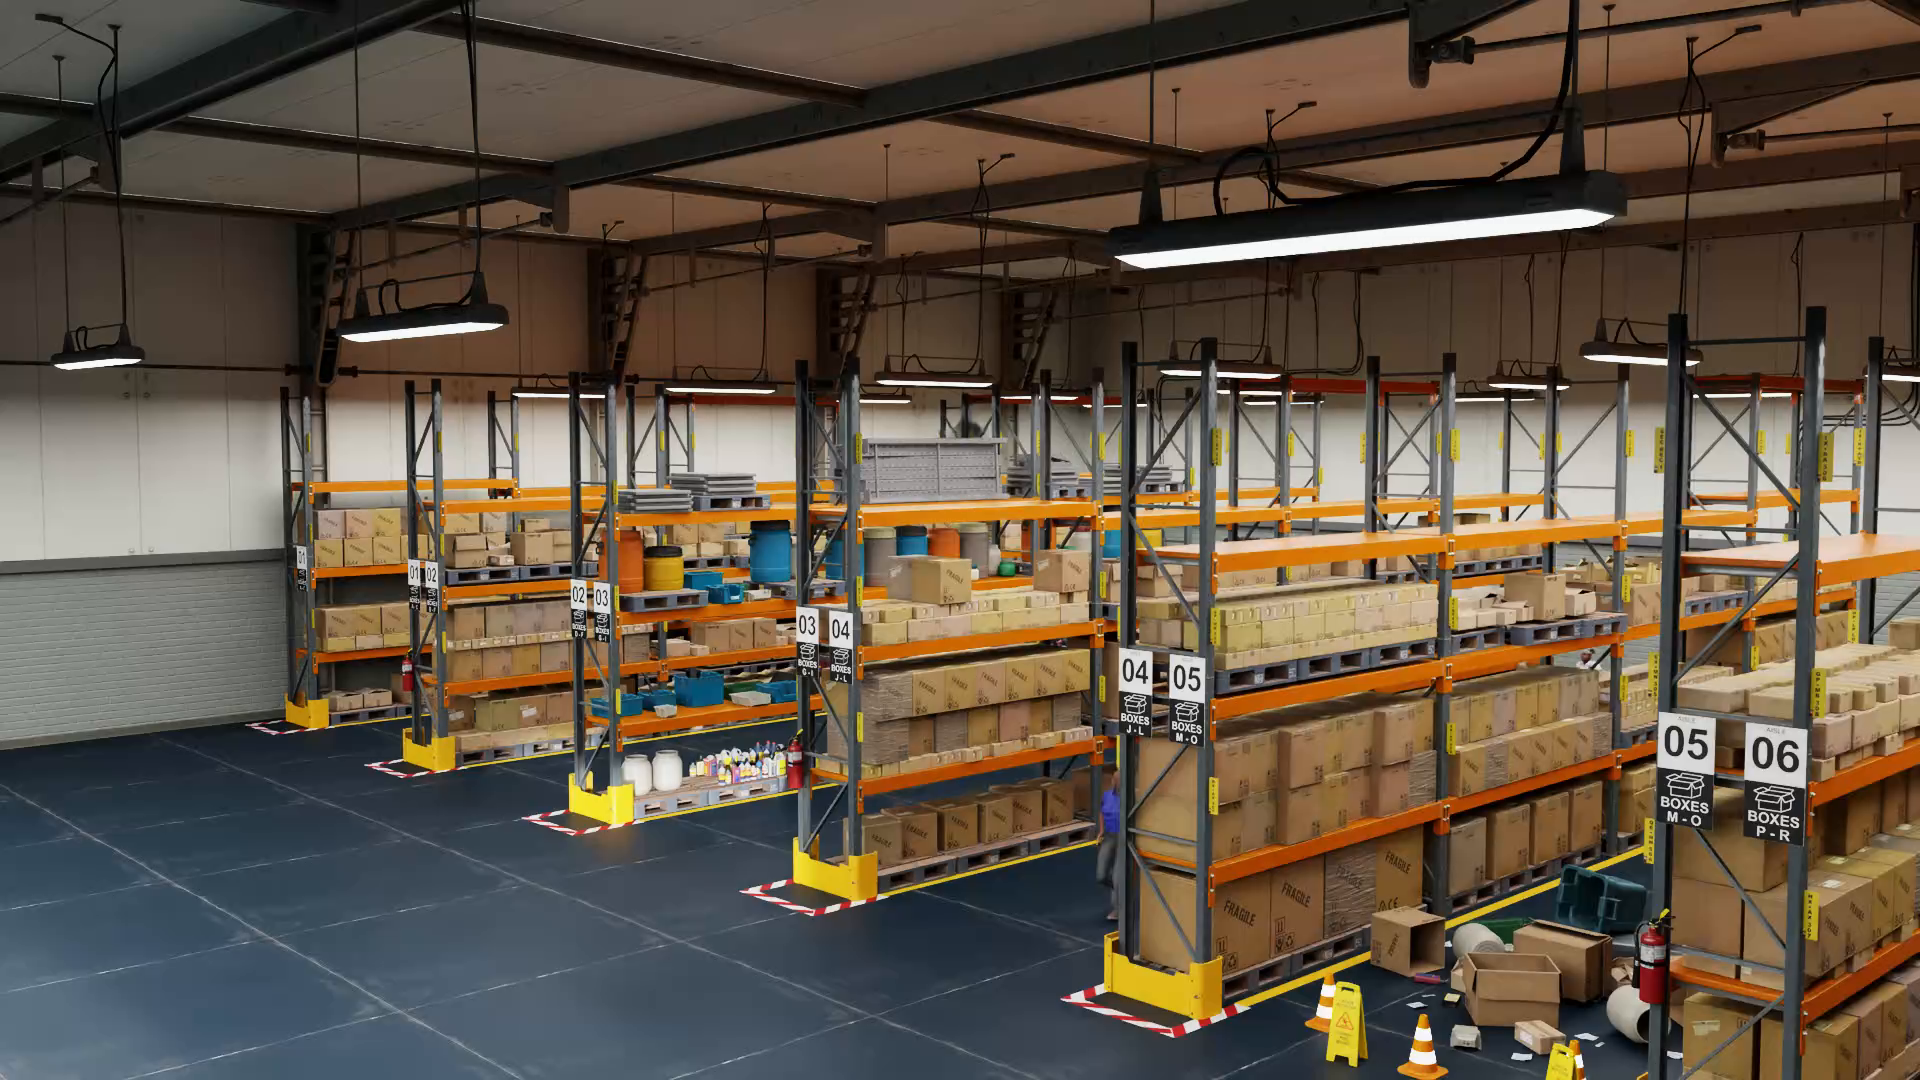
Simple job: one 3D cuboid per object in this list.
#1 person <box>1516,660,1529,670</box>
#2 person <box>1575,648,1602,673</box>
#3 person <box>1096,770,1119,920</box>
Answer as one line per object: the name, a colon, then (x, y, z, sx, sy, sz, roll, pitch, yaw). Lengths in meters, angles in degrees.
person: (8.563, 2.718, 25.277, 0.680, 1.800, 0.752, 3, 5, 43)
person: (10.390, 2.577, 27.641, 0.587, 1.655, 0.558, 4, 5, 45)
person: (1.691, 3.233, 17.694, 0.557, 1.597, 0.549, 2, 4, 30)
